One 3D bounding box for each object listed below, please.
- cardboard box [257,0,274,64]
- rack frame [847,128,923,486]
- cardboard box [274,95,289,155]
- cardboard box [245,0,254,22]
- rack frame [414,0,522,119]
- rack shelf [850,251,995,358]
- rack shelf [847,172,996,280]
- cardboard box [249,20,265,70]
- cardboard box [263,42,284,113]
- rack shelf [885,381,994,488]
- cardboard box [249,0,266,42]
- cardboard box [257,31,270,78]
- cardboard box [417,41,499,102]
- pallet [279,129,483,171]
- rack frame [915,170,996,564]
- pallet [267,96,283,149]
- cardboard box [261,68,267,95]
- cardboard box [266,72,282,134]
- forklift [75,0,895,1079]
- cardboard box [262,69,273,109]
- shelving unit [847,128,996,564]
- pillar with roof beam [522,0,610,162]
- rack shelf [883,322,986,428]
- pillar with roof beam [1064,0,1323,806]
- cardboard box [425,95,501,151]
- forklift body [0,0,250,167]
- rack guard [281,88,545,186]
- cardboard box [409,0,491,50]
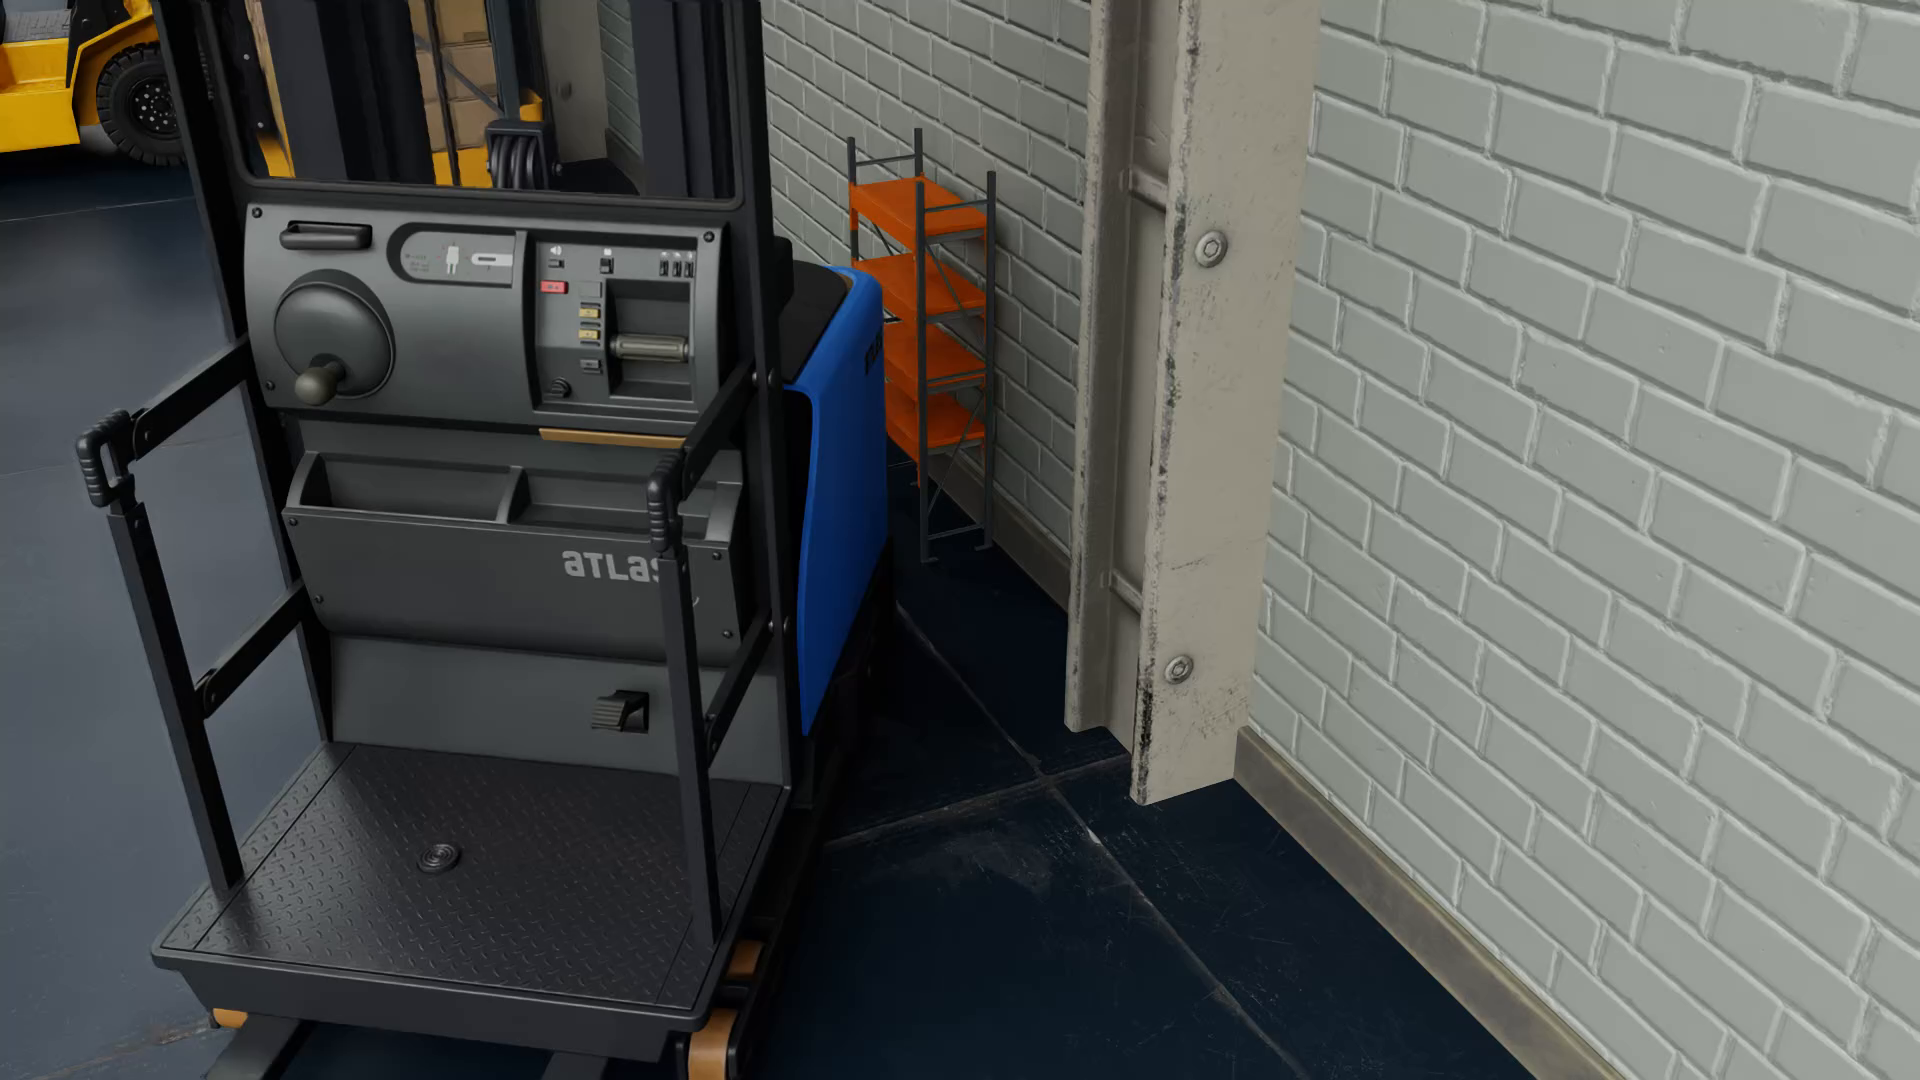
[{"bbox_3d":[-3.074,-2.485,7.975,0.500,0.250,0.500,-12,31,-20],"label":"cardboard box"},{"bbox_3d":[-0.224,-0.692,5.258,0.240,1.200,0.015,-13,32,-22],"label":"rack frame"},{"bbox_3d":[-3.082,-2.053,8.225,0.500,0.250,0.500,-13,32,-22],"label":"cardboard box"},{"bbox_3d":[-3.524,-2.930,8.769,0.500,0.250,0.500,-13,32,-21],"label":"cardboard box"},{"bbox_3d":[-2.595,-2.927,7.404,1.000,3.000,0.127,-13,32,-22],"label":"rack frame"},{"bbox_3d":[-0.118,-0.721,4.990,0.258,0.148,0.480,-13,32,-22],"label":"rack shelf"},{"bbox_3d":[-0.118,-0.928,4.874,0.258,0.148,0.480,-13,32,-22],"label":"rack shelf"},{"bbox_3d":[-3.532,-2.726,8.916,0.500,0.250,0.500,-14,32,-23],"label":"cardboard box"},{"bbox_3d":[-3.086,-2.279,8.118,0.500,0.250,0.500,-14,32,-23],"label":"cardboard box"},{"bbox_3d":[-0.117,-0.353,5.196,0.258,0.148,0.480,-13,32,-22],"label":"rack shelf"},{"bbox_3d":[-3.299,-2.710,8.375,0.500,0.250,0.500,-12,32,-21],"label":"cardboard box"},{"bbox_3d":[-3.292,-2.503,8.517,0.500,0.250,0.500,-13,32,-22],"label":"cardboard box"},{"bbox_3d":[-2.609,-2.381,8.299,0.500,0.250,0.500,-12,32,-21],"label":"cardboard box"},{"bbox_3d":[-2.961,-2.040,8.672,1.003,0.211,1.213,-13,32,-22],"label":"pallet"},{"bbox_3d":[-0.011,-0.478,4.875,0.240,1.200,0.015,-13,32,-22],"label":"rack frame"},{"bbox_3d":[-3.481,-2.578,9.632,1.003,0.211,1.213,-13,32,-22],"label":"pallet"},{"bbox_3d":[-3.737,-2.722,9.419,0.500,0.250,0.500,-12,31,-20],"label":"cardboard box"},{"bbox_3d":[-3.287,-2.274,8.621,0.500,0.250,0.500,-13,32,-22],"label":"cardboard box"},{"bbox_3d":[-0.926,-0.377,2.926,1.130,2.935,3.031,4,30,8],"label":"forklift"},{"bbox_3d":[-3.493,-2.497,9.018,0.500,0.250,0.500,-13,32,-21],"label":"cardboard box"},{"bbox_3d":[-0.118,-0.585,5.066,0.258,1.200,0.503,-13,32,-22],"label":"shelving unit"},{"bbox_3d":[-5.968,-5.137,5.210,9.100,9.000,0.400,-13,32,-22],"label":"pillar with roof beam"},{"bbox_3d":[-0.118,-0.526,5.099,0.258,0.148,0.480,-13,32,-22],"label":"rack shelf"},{"bbox_3d":[-3.392,-2.487,0.484,9.100,9.000,0.400,-13,32,-22],"label":"pillar with roof beam"},{"bbox_3d":[-2.629,-2.169,8.434,0.500,0.250,0.500,-13,32,-22],"label":"cardboard box"},{"bbox_3d":[-5.056,-3.012,8.422,2.313,2.155,1.214,-13,32,-22],"label":"forklift body"},{"bbox_3d":[-2.584,-1.827,7.996,1.175,0.500,0.348,-13,32,-22],"label":"rack guard"},{"bbox_3d":[-2.630,-2.599,8.179,0.500,0.250,0.500,-14,32,-23],"label":"cardboard box"}]
